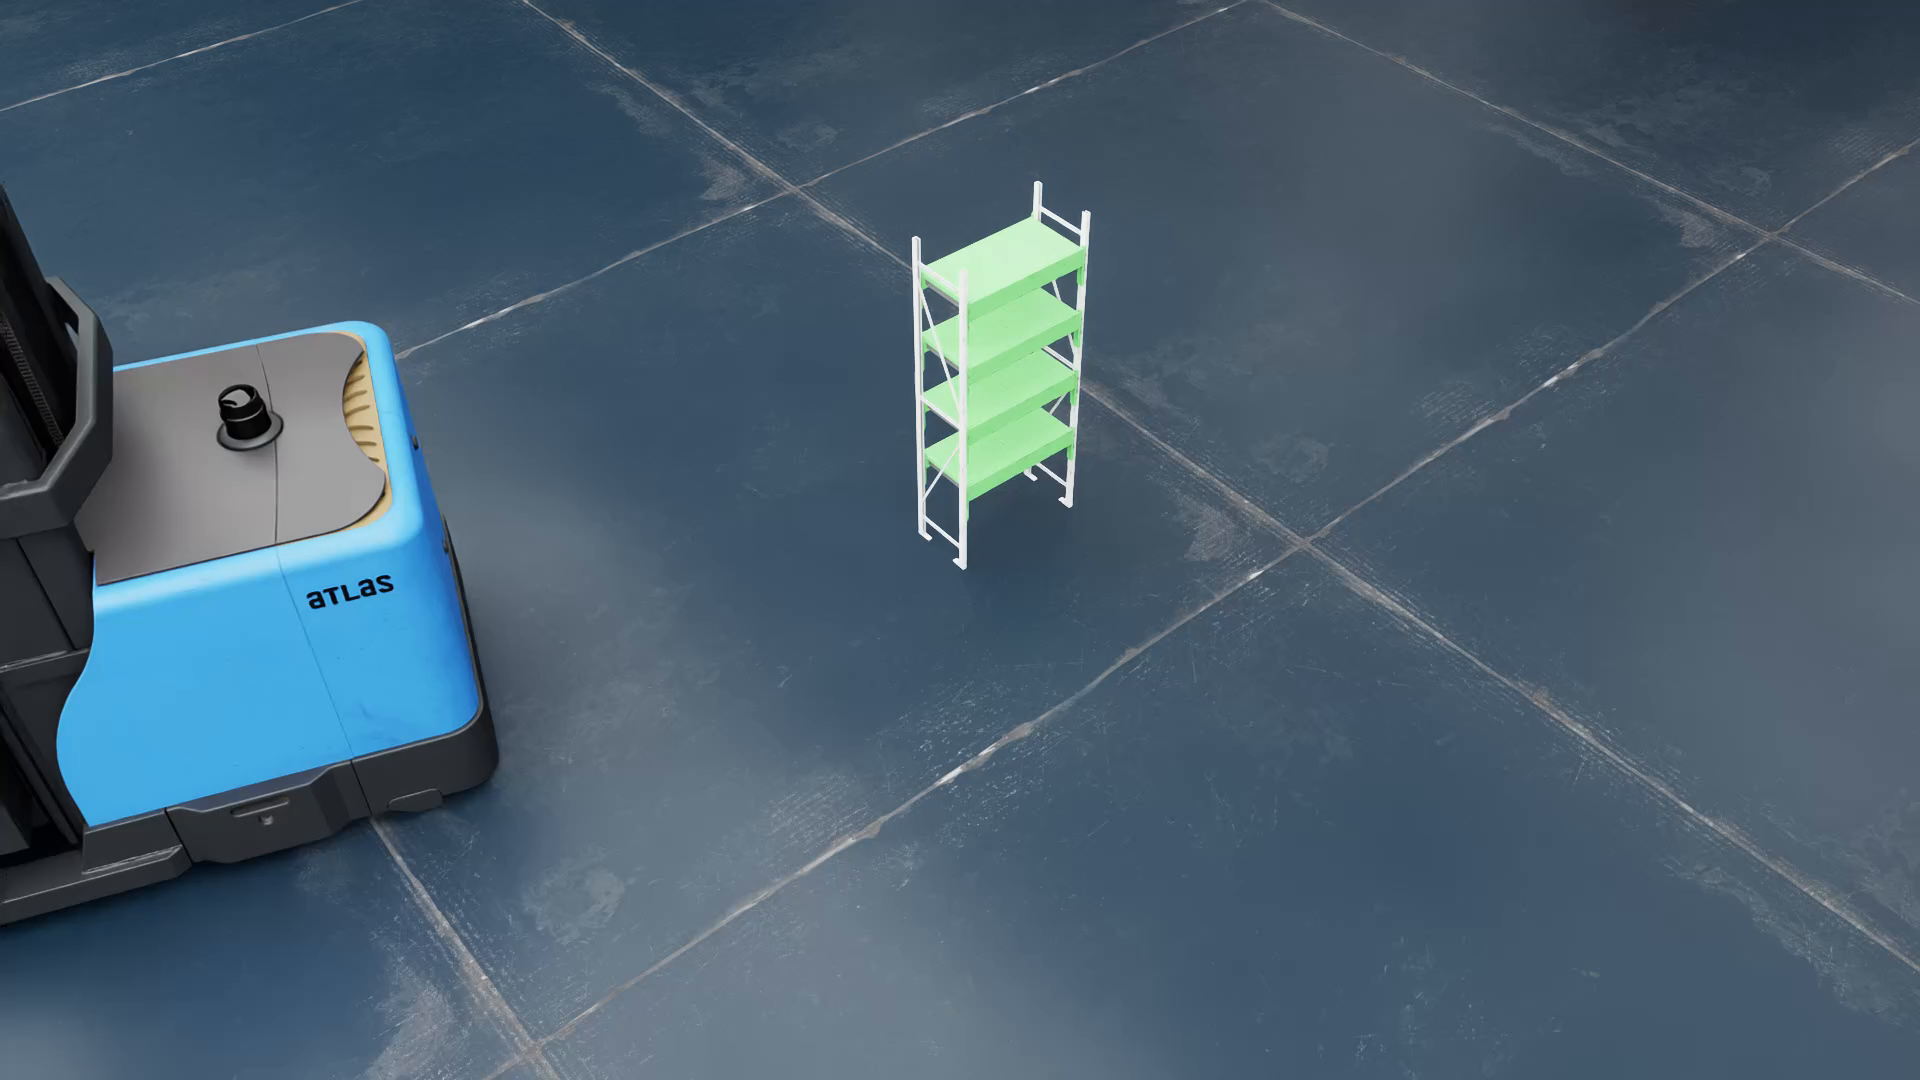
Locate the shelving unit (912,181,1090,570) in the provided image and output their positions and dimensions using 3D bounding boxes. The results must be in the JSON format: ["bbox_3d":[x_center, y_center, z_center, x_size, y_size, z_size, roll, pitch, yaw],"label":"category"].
[{"bbox_3d":[0.127,-0.510,5.417,0.503,1.200,0.258,-30,51,-28],"label":"shelving unit"}]

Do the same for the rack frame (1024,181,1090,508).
[{"bbox_3d":[0.314,-0.617,5.531,0.015,1.200,0.240,-30,51,-28],"label":"rack frame"}]

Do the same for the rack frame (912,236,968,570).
[{"bbox_3d":[-0.060,-0.403,5.303,0.015,1.200,0.240,-30,51,-28],"label":"rack frame"}]

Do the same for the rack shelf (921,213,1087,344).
[{"bbox_3d":[0.127,-0.813,5.132,0.480,0.148,0.258,-30,51,-28],"label":"rack shelf"}]

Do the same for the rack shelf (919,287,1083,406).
[{"bbox_3d":[0.127,-0.638,5.296,0.480,0.148,0.258,-30,51,-28],"label":"rack shelf"}]

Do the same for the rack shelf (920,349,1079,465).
[{"bbox_3d":[0.127,-0.463,5.460,0.480,0.148,0.258,-30,51,-28],"label":"rack shelf"}]

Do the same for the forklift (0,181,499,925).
[{"bbox_3d":[-2.944,-0.290,3.918,3.031,2.935,1.130,-14,45,-15],"label":"forklift"}]

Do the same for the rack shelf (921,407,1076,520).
[{"bbox_3d":[0.127,-0.289,5.625,0.480,0.148,0.258,-30,51,-28],"label":"rack shelf"}]
